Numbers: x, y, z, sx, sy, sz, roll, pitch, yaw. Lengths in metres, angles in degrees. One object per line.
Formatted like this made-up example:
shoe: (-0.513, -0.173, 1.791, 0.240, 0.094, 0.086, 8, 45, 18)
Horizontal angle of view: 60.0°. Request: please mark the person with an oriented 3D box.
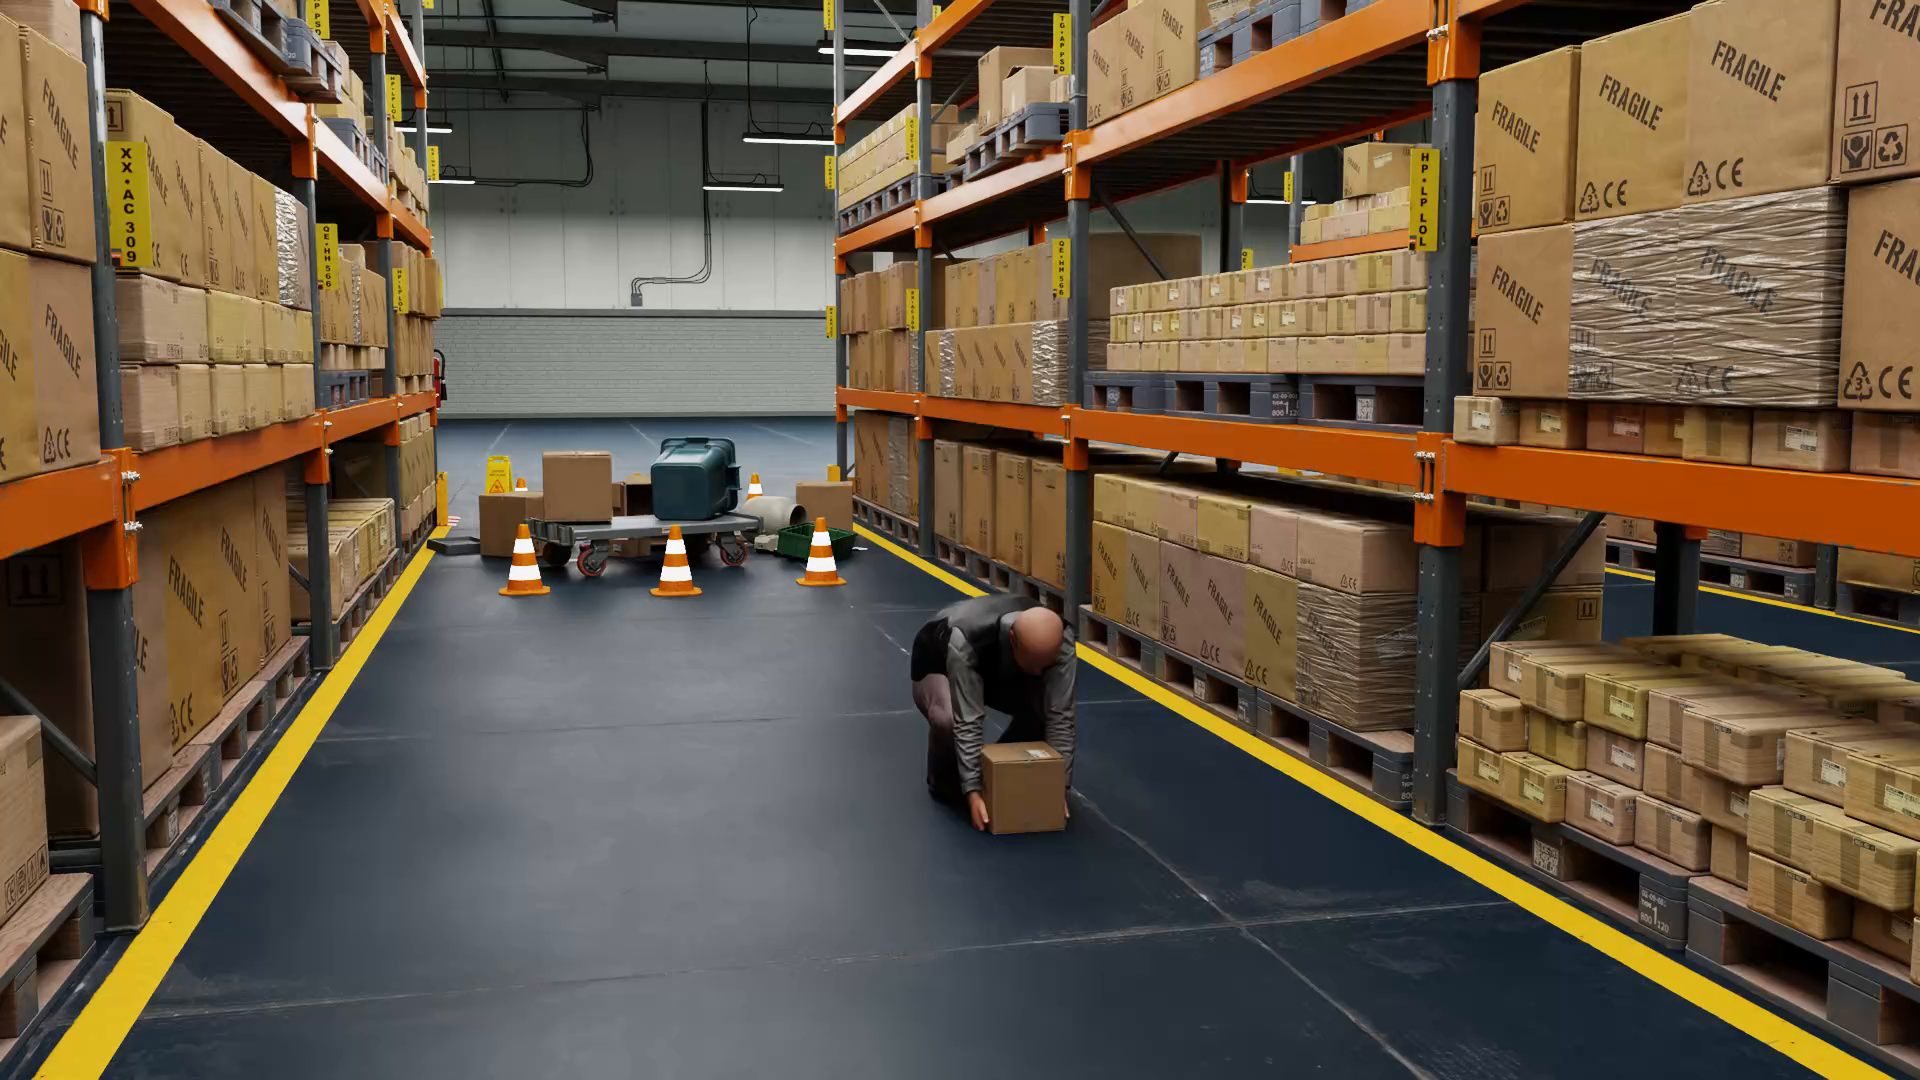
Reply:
person: (0.125, 0.596, 5.913, 0.514, 0.827, 0.914, -2, 6, -15)
